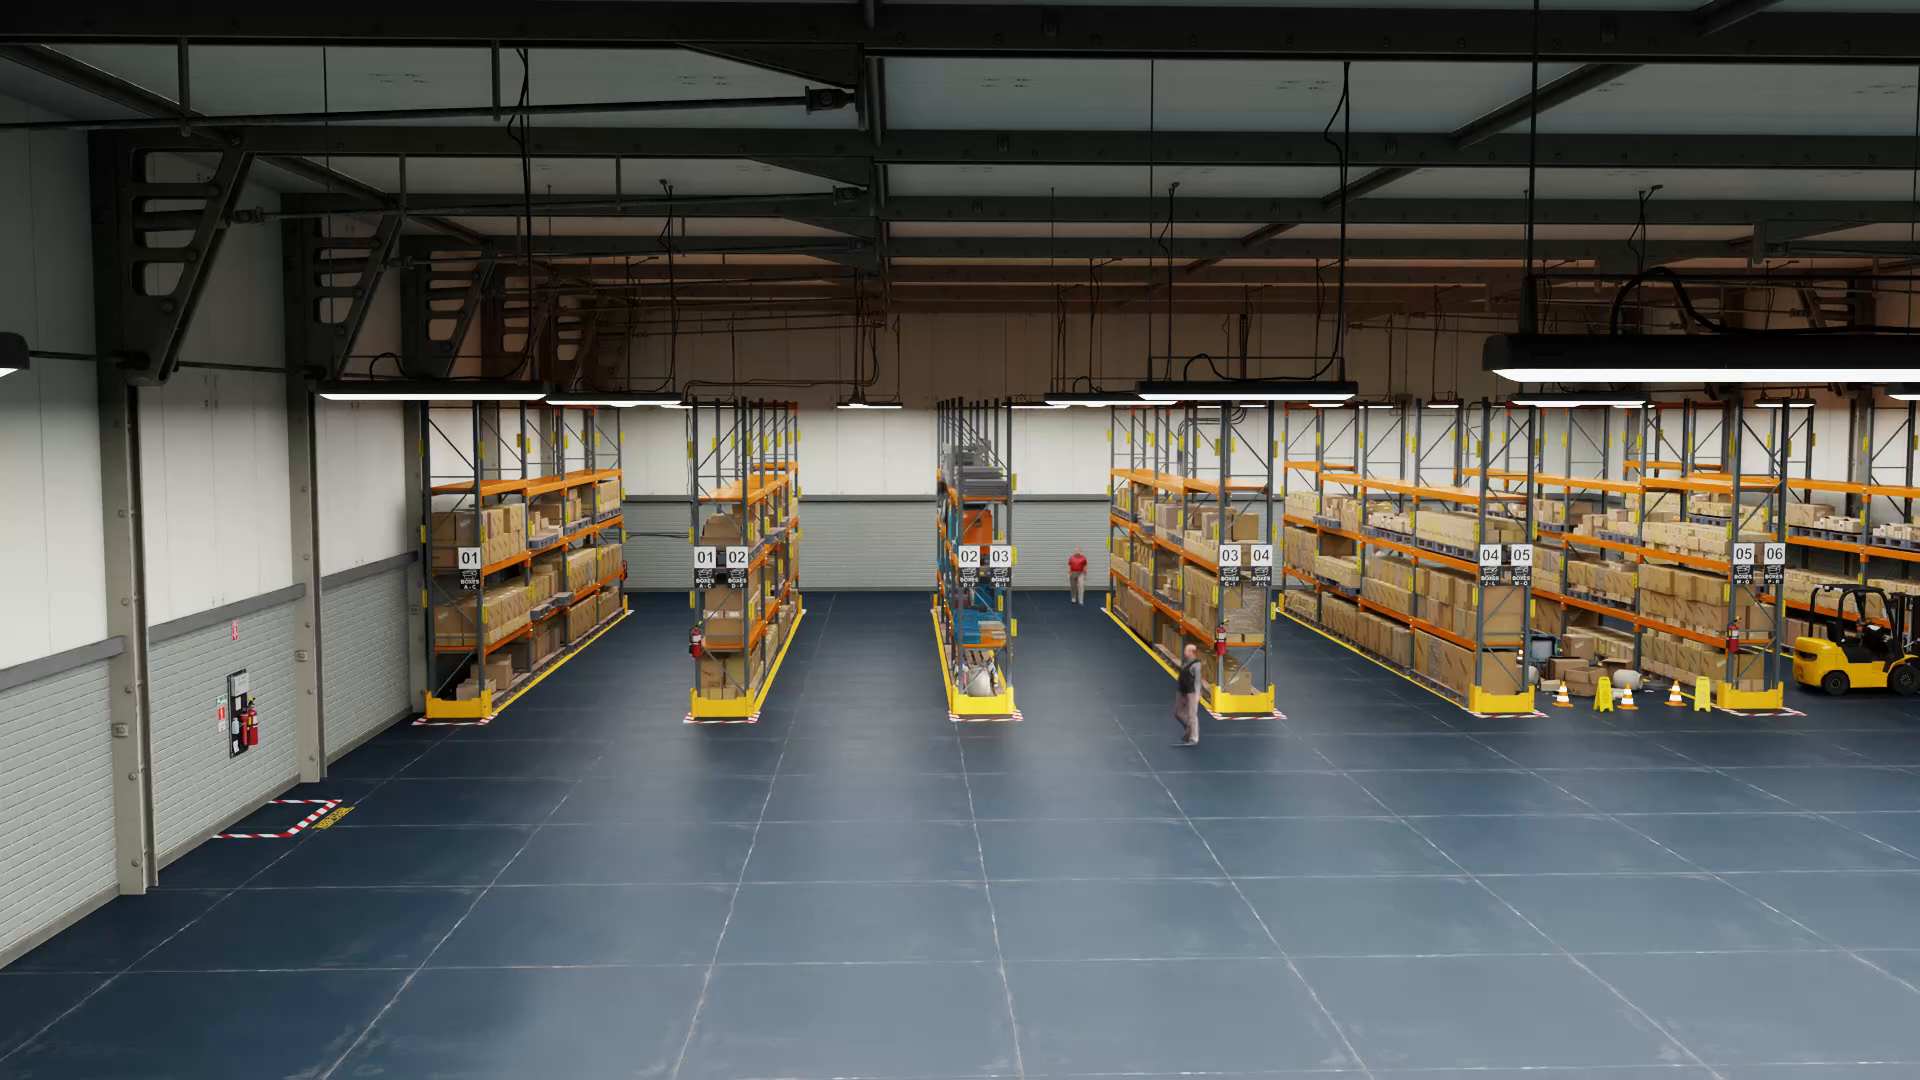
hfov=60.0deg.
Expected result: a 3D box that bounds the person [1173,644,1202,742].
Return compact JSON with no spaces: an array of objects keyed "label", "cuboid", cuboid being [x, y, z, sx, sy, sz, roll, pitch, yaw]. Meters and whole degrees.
[{"label":"person","cuboid":[3.939,2.617,28.583,0.397,1.669,0.547,-2,5,-22]}]

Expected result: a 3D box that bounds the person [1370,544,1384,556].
[{"label":"person","cuboid":[12.754,0.904,50.665,0.815,1.689,0.571,-1,5,-16]}]

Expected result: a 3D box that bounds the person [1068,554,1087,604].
[{"label":"person","cuboid":[3.489,1.149,49.325,0.551,1.469,1.016,0,4,1]}]
